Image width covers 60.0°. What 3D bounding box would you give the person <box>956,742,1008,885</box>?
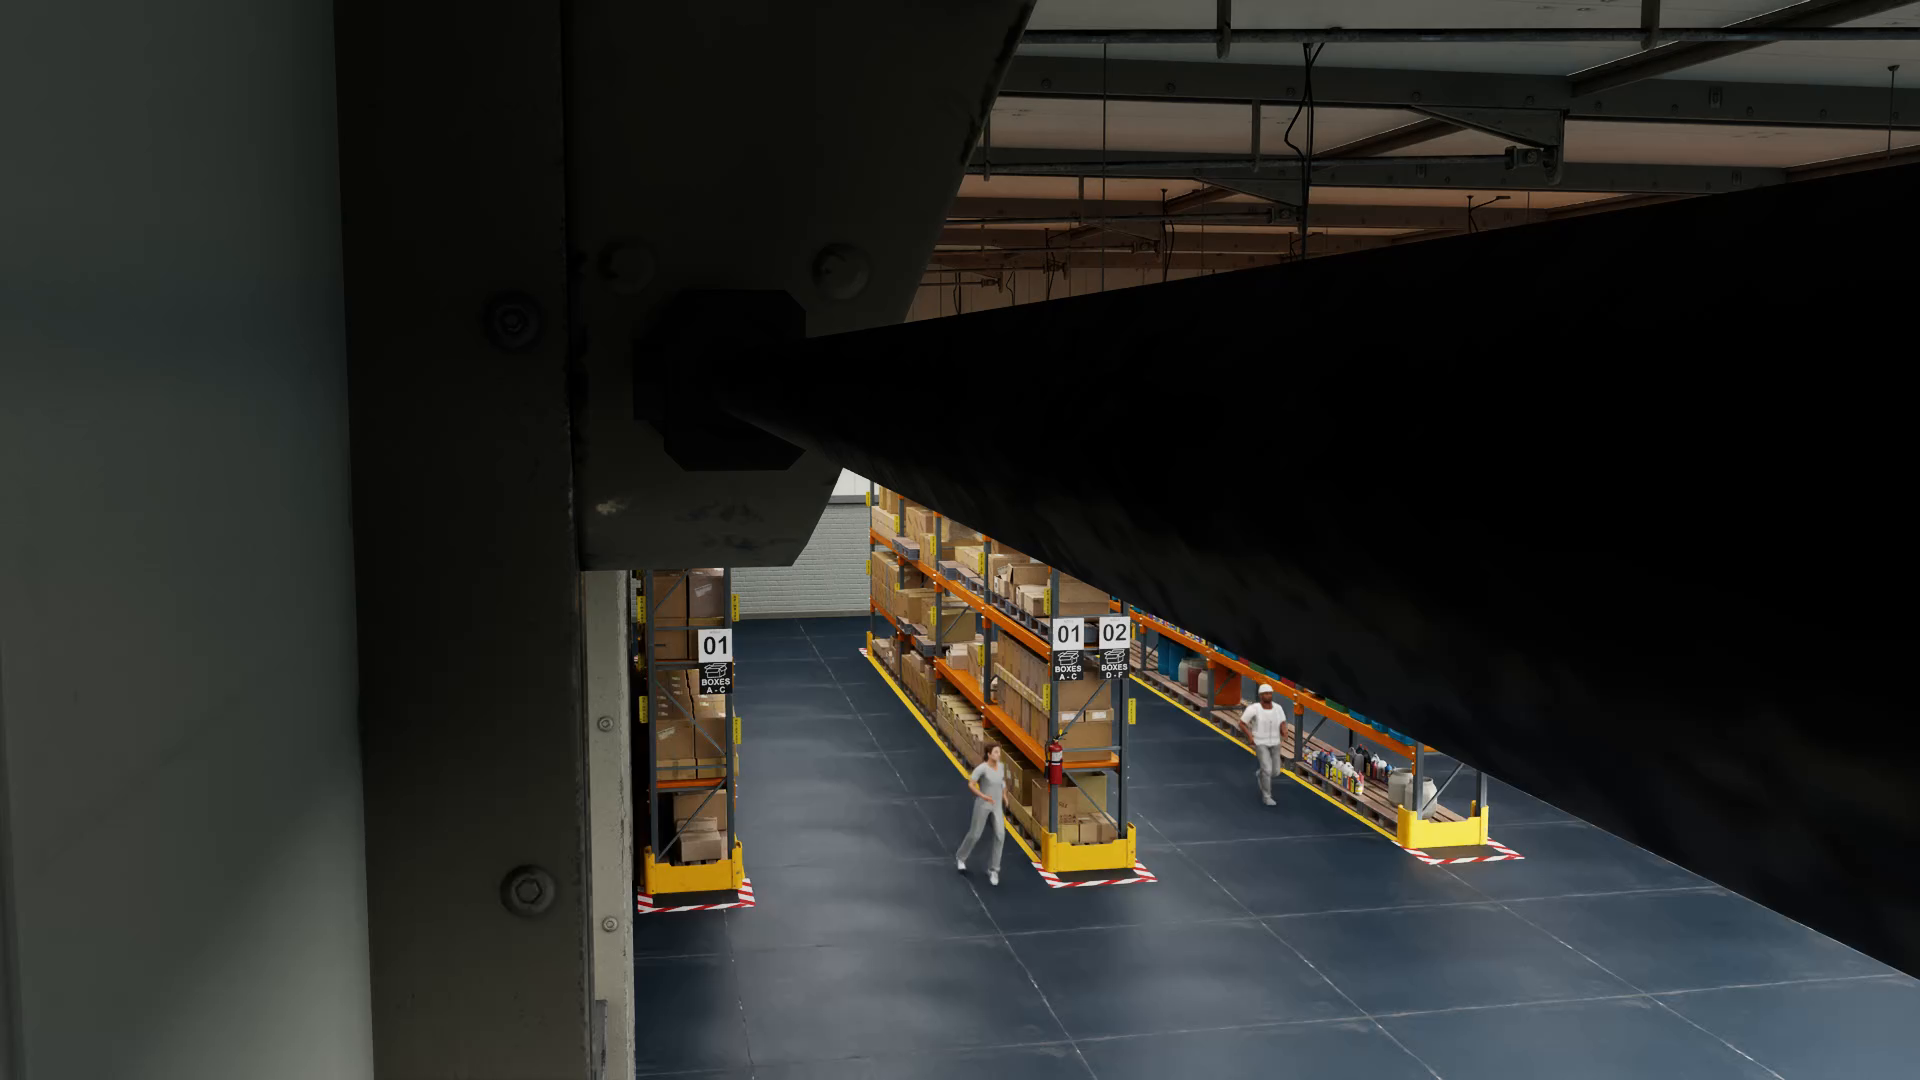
[{"bbox_3d":[0.365,3.356,20.686,0.647,1.680,0.840,-3,7,-29],"label":"person"}]

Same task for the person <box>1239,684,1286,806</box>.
[{"bbox_3d":[4.429,2.951,24.175,0.709,1.729,0.770,-2,6,-16],"label":"person"}]
